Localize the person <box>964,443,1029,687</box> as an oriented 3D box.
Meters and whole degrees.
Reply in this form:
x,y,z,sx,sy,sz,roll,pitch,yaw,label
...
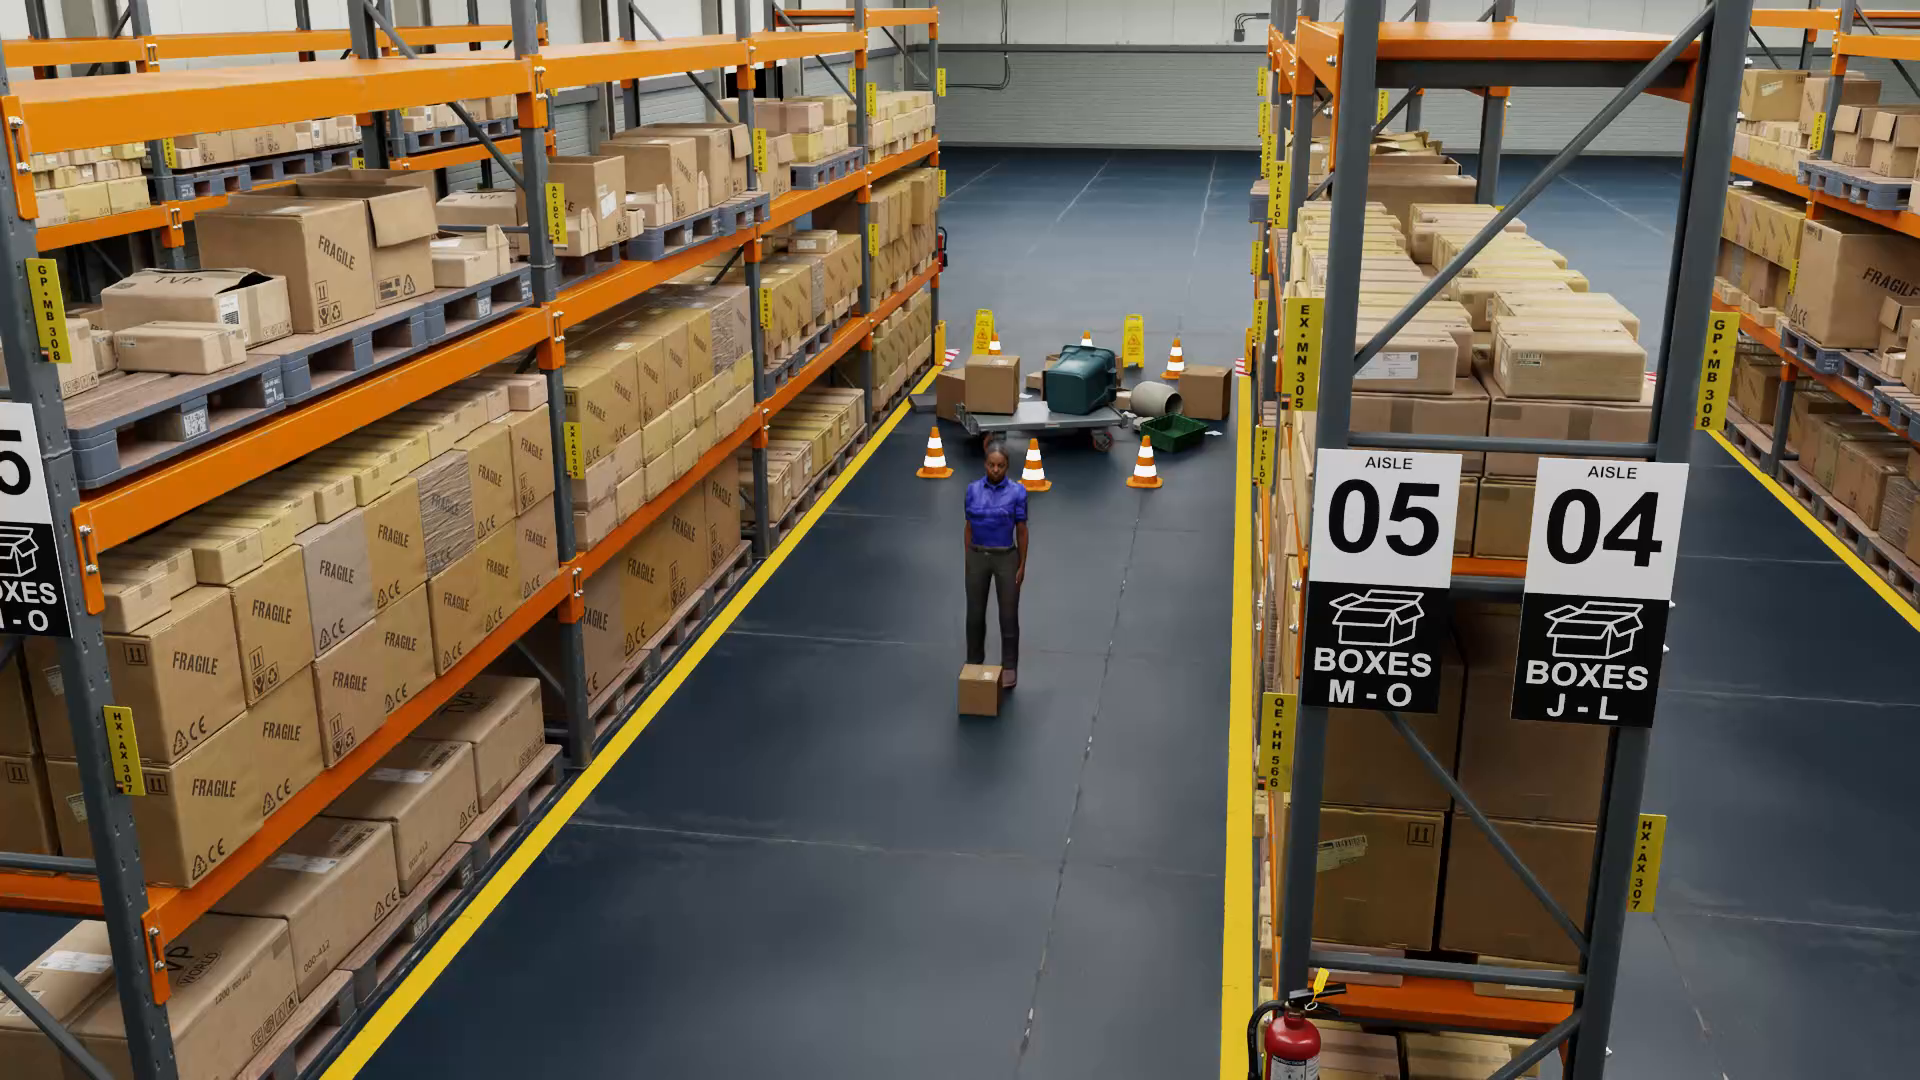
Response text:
x,y,z,sx,sy,sz,roll,pitch,yaw,label
0.237,0.172,11.076,0.436,1.677,0.309,3,18,10,person
